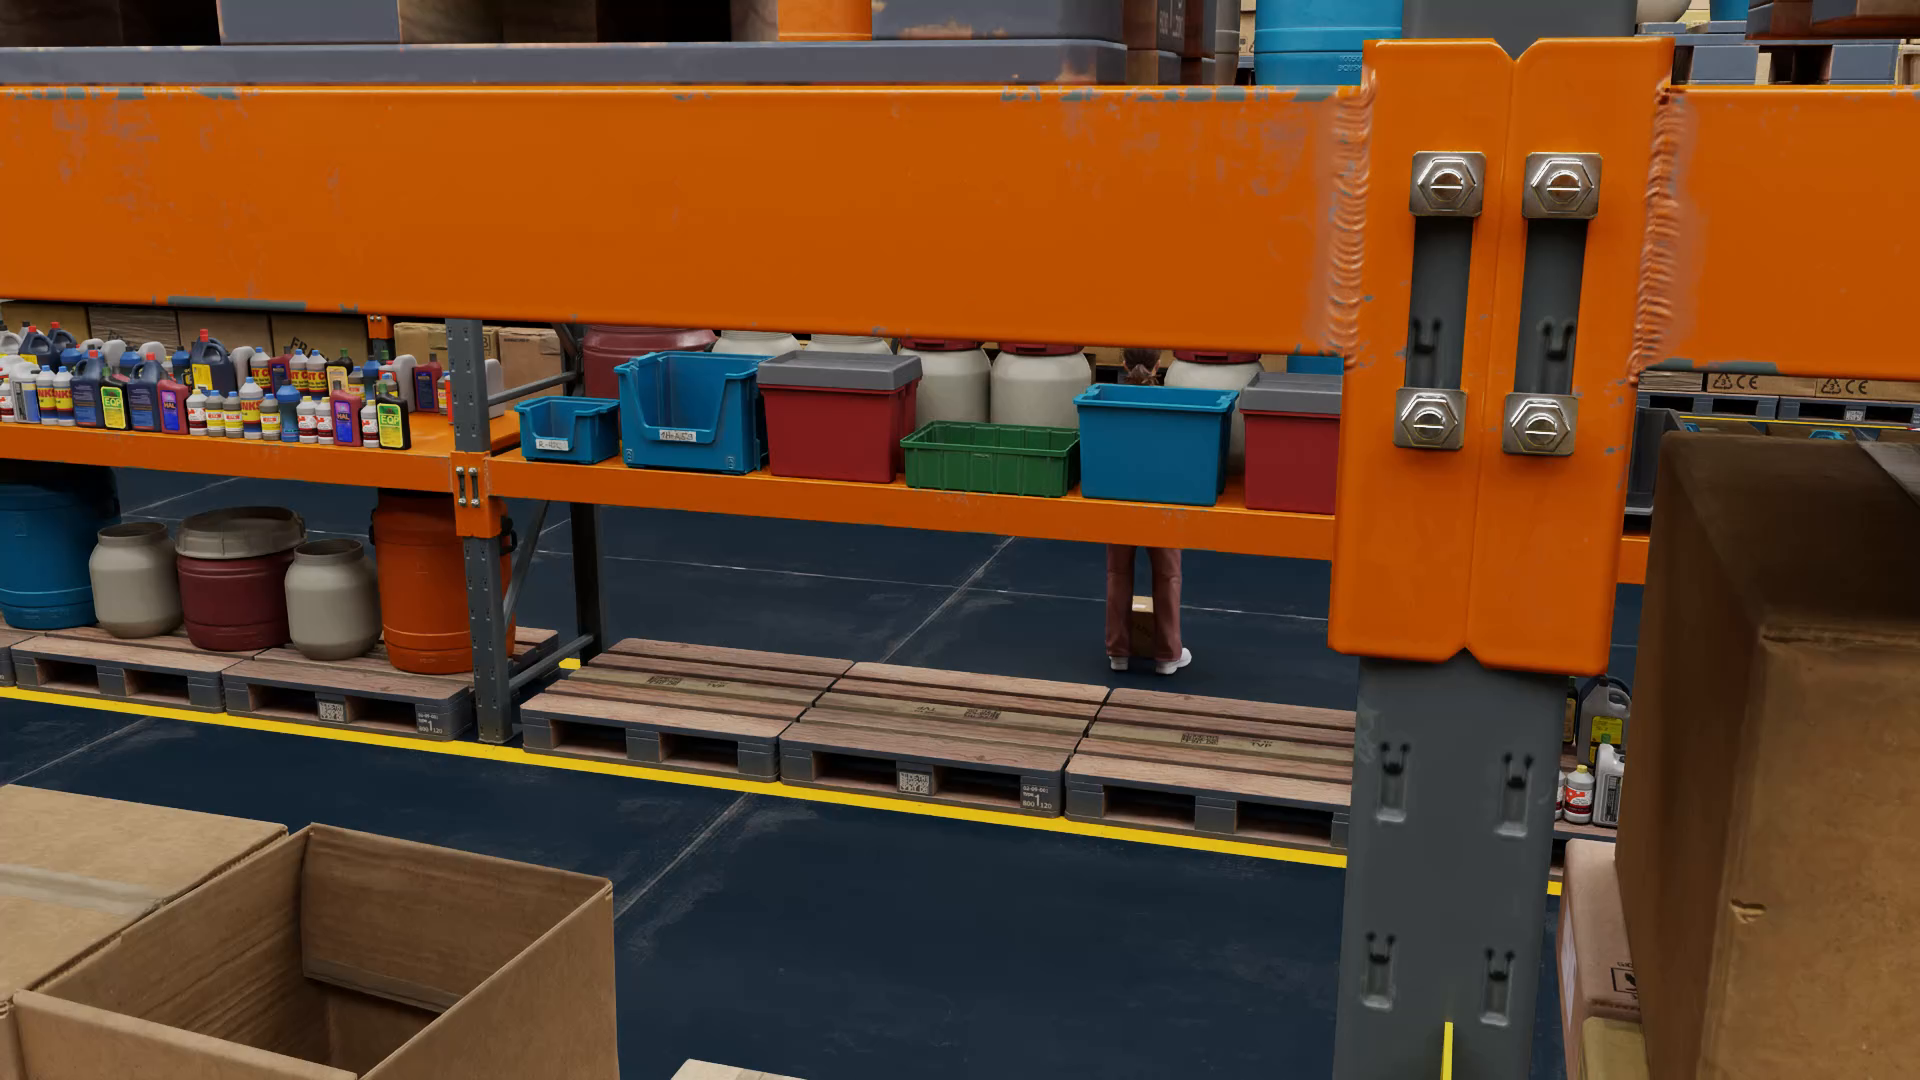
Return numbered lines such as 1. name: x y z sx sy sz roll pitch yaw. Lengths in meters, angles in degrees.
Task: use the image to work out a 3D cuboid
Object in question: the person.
1. person: 0.893 -0.175 8.170 0.521 1.672 0.362 3 15 13
